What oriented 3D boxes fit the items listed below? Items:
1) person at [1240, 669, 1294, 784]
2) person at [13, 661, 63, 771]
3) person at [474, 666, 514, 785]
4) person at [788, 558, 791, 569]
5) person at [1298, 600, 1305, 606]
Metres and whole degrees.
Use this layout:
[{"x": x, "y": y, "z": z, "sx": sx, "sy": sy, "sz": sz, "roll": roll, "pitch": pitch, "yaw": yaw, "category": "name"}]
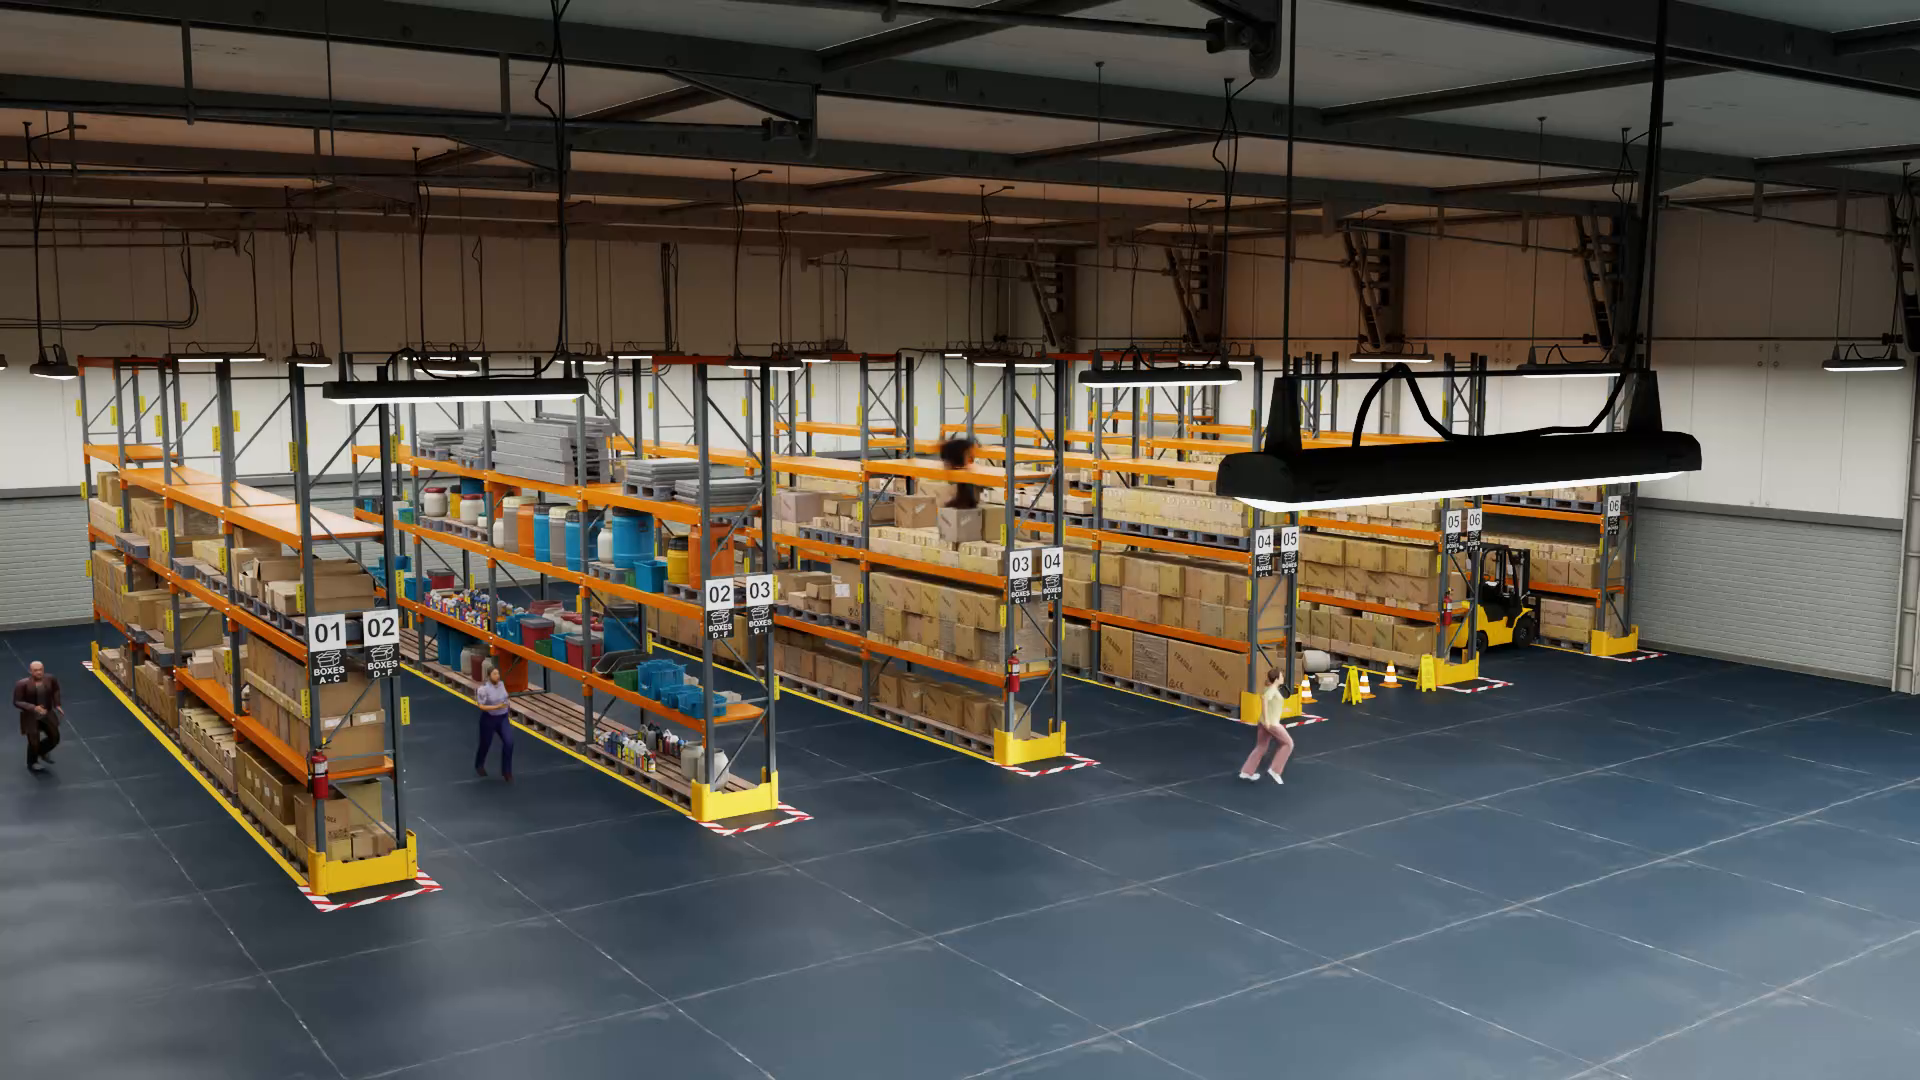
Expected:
[{"x": 4.379, "y": 2.658, "z": 23.675, "sx": 0.794, "sy": 1.671, "sz": 0.518, "roll": -1, "pitch": 7, "yaw": -10, "category": "person"}, {"x": -13.458, "y": 2.569, "z": 24.286, "sx": 0.815, "sy": 1.665, "sz": 0.700, "roll": 6, "pitch": 9, "yaw": 39, "category": "person"}, {"x": -6.686, "y": 2.636, "z": 23.804, "sx": 0.558, "sy": 1.707, "sz": 0.842, "roll": -7, "pitch": 9, "yaw": -43, "category": "person"}, {"x": -3.556, "y": 1.203, "z": 35.496, "sx": 0.536, "sy": 1.688, "sz": 0.703, "roll": -7, "pitch": 10, "yaw": -44, "category": "person"}, {"x": 7.599, "y": 1.147, "z": 35.892, "sx": 0.666, "sy": 1.729, "sz": 0.992, "roll": -6, "pitch": 9, "yaw": -40, "category": "person"}]
